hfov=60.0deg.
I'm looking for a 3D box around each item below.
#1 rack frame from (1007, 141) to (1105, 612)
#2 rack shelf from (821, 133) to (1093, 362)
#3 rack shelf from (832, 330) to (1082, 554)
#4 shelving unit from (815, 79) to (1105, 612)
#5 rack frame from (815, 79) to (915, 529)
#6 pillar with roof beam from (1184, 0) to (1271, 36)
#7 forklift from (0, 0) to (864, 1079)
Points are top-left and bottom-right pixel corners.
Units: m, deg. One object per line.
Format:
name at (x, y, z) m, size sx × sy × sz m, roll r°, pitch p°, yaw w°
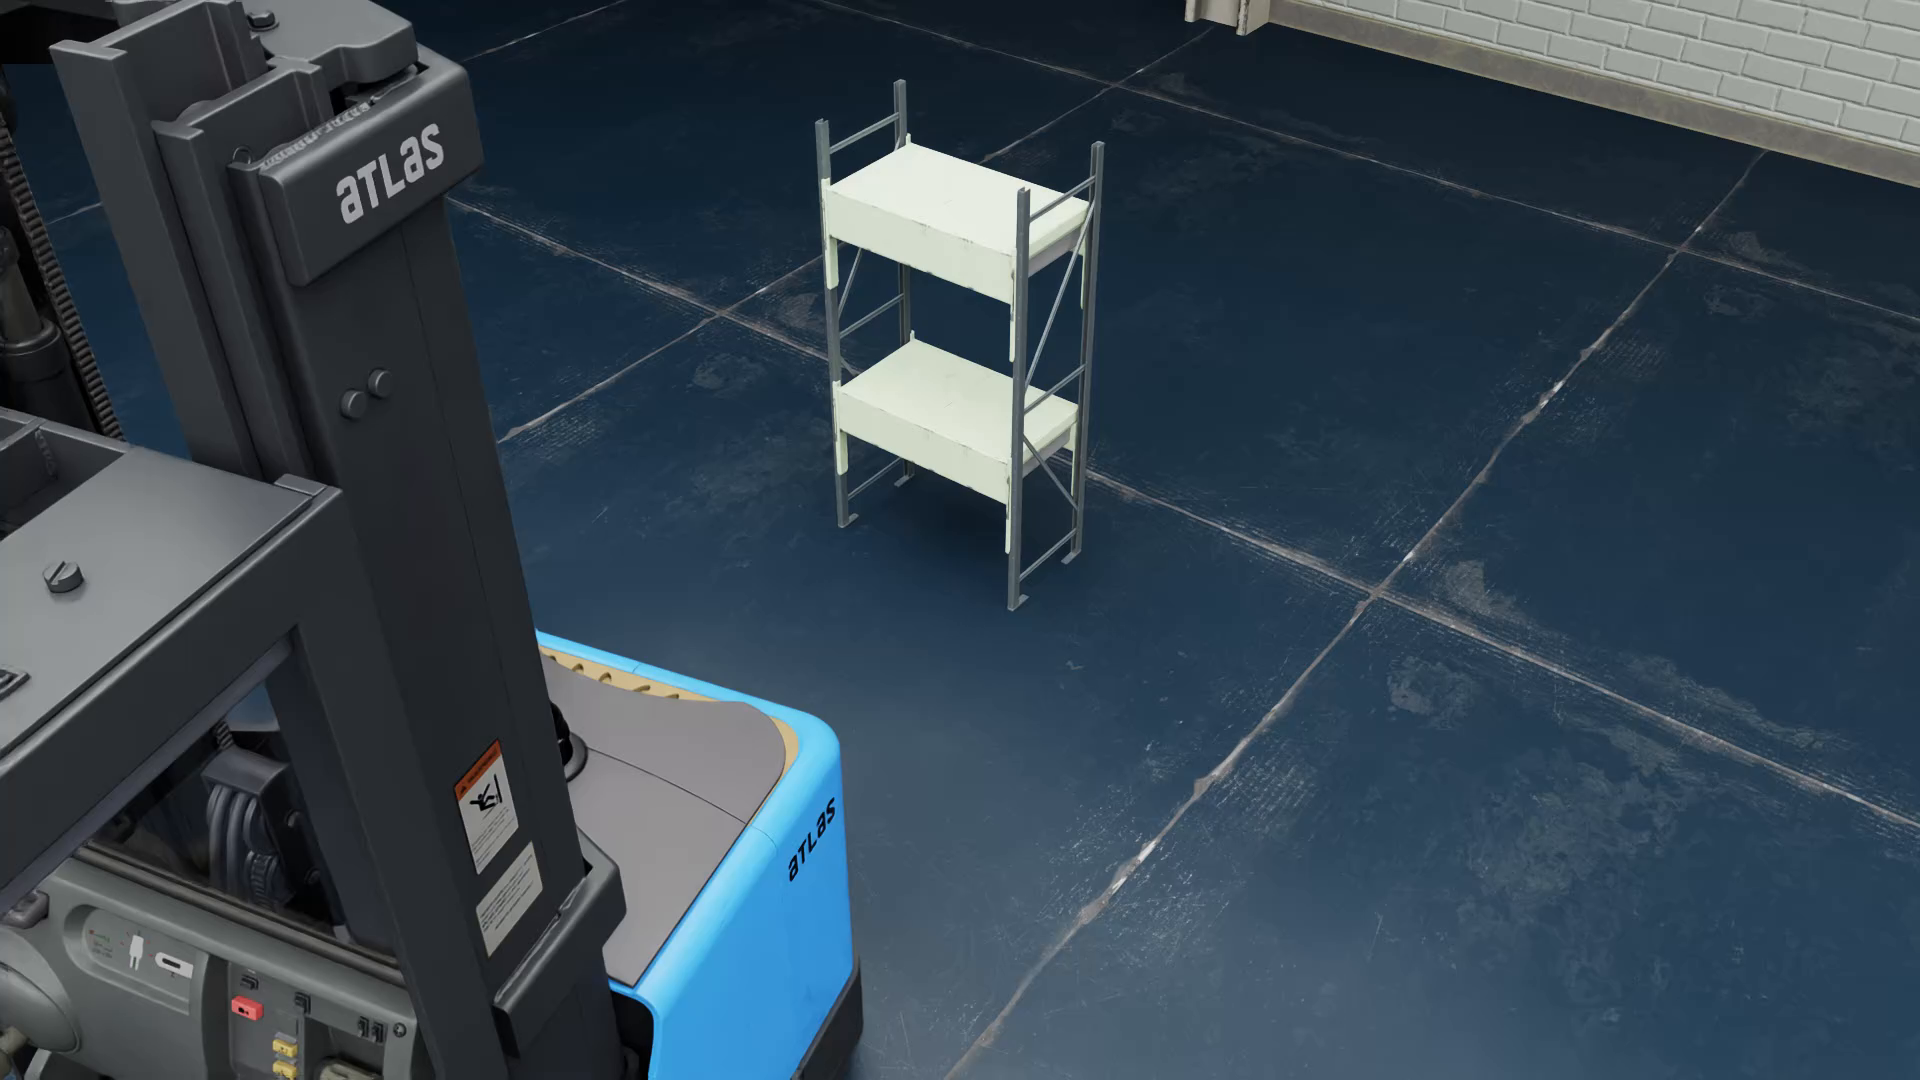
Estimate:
rack frame at (0.285, -0.456, 5.116) m, size 0.023 × 1.500 × 0.400 m, roll 25°, pitch 45°, yaw 29°
rack shelf at (-0.005, -0.900, 5.050) m, size 0.720 × 0.370 × 0.431 m, roll 25°, pitch 45°, yaw 29°
rack shelf at (-0.005, -0.336, 5.492) m, size 0.720 × 0.370 × 0.431 m, roll 25°, pitch 45°, yaw 29°
shelving unit at (-0.005, -0.593, 5.291) m, size 0.755 × 1.500 × 0.431 m, roll 25°, pitch 45°, yaw 29°
rack frame at (-0.296, -0.730, 5.466) m, size 0.023 × 1.500 × 0.400 m, roll 25°, pitch 45°, yaw 29°
pillar with roof beam at (-1.075, -4.429, 4.108) m, size 0.400 × 9.000 × 9.100 m, roll 25°, pitch 45°, yaw 29°
forklift at (-1.279, 0.797, 2.354) m, size 1.130 × 2.935 × 3.031 m, roll 15°, pitch 40°, yaw 18°
